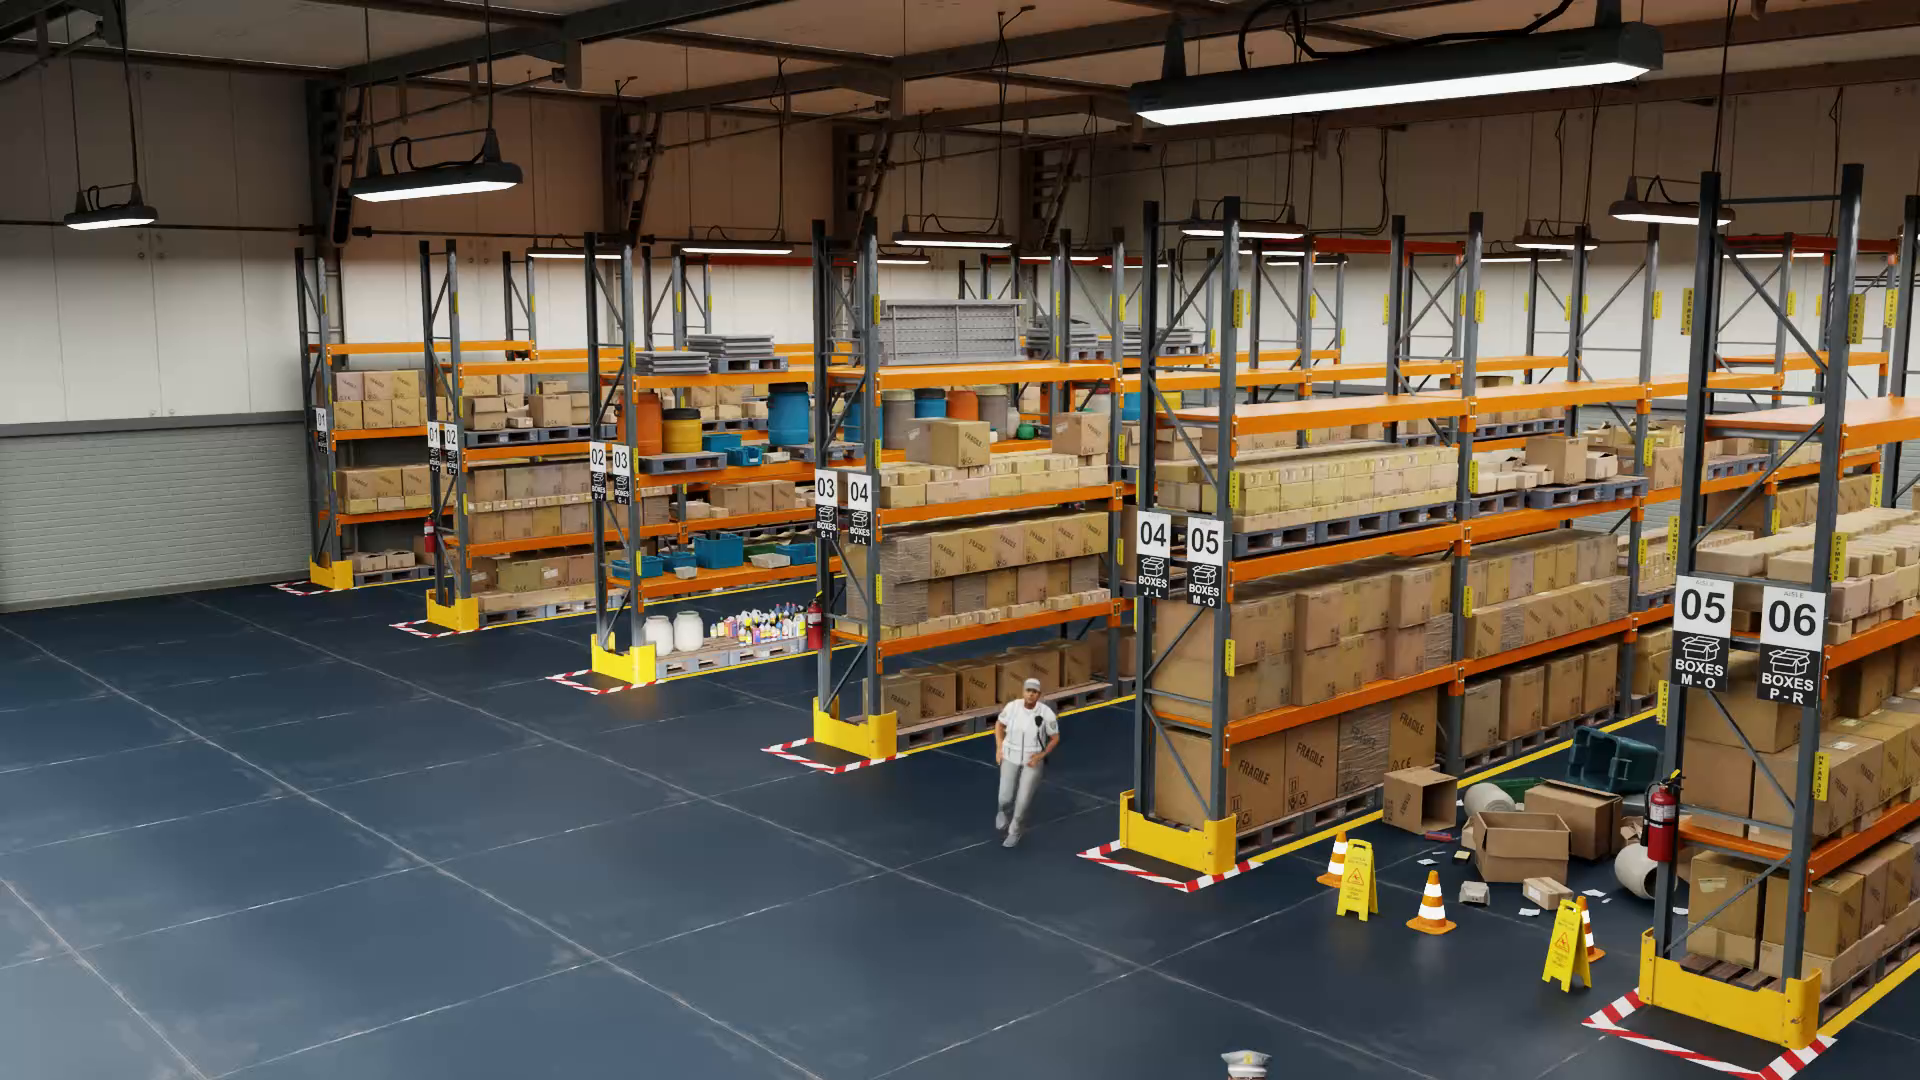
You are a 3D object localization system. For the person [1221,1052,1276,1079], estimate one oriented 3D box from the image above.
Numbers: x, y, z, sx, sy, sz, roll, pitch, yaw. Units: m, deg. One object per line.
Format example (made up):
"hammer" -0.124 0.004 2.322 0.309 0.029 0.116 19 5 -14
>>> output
"person" 1.345 3.217 7.778 0.554 1.740 0.677 2 9 11

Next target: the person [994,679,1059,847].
"person" 0.615 2.104 15.656 0.627 1.621 0.506 1 8 7
